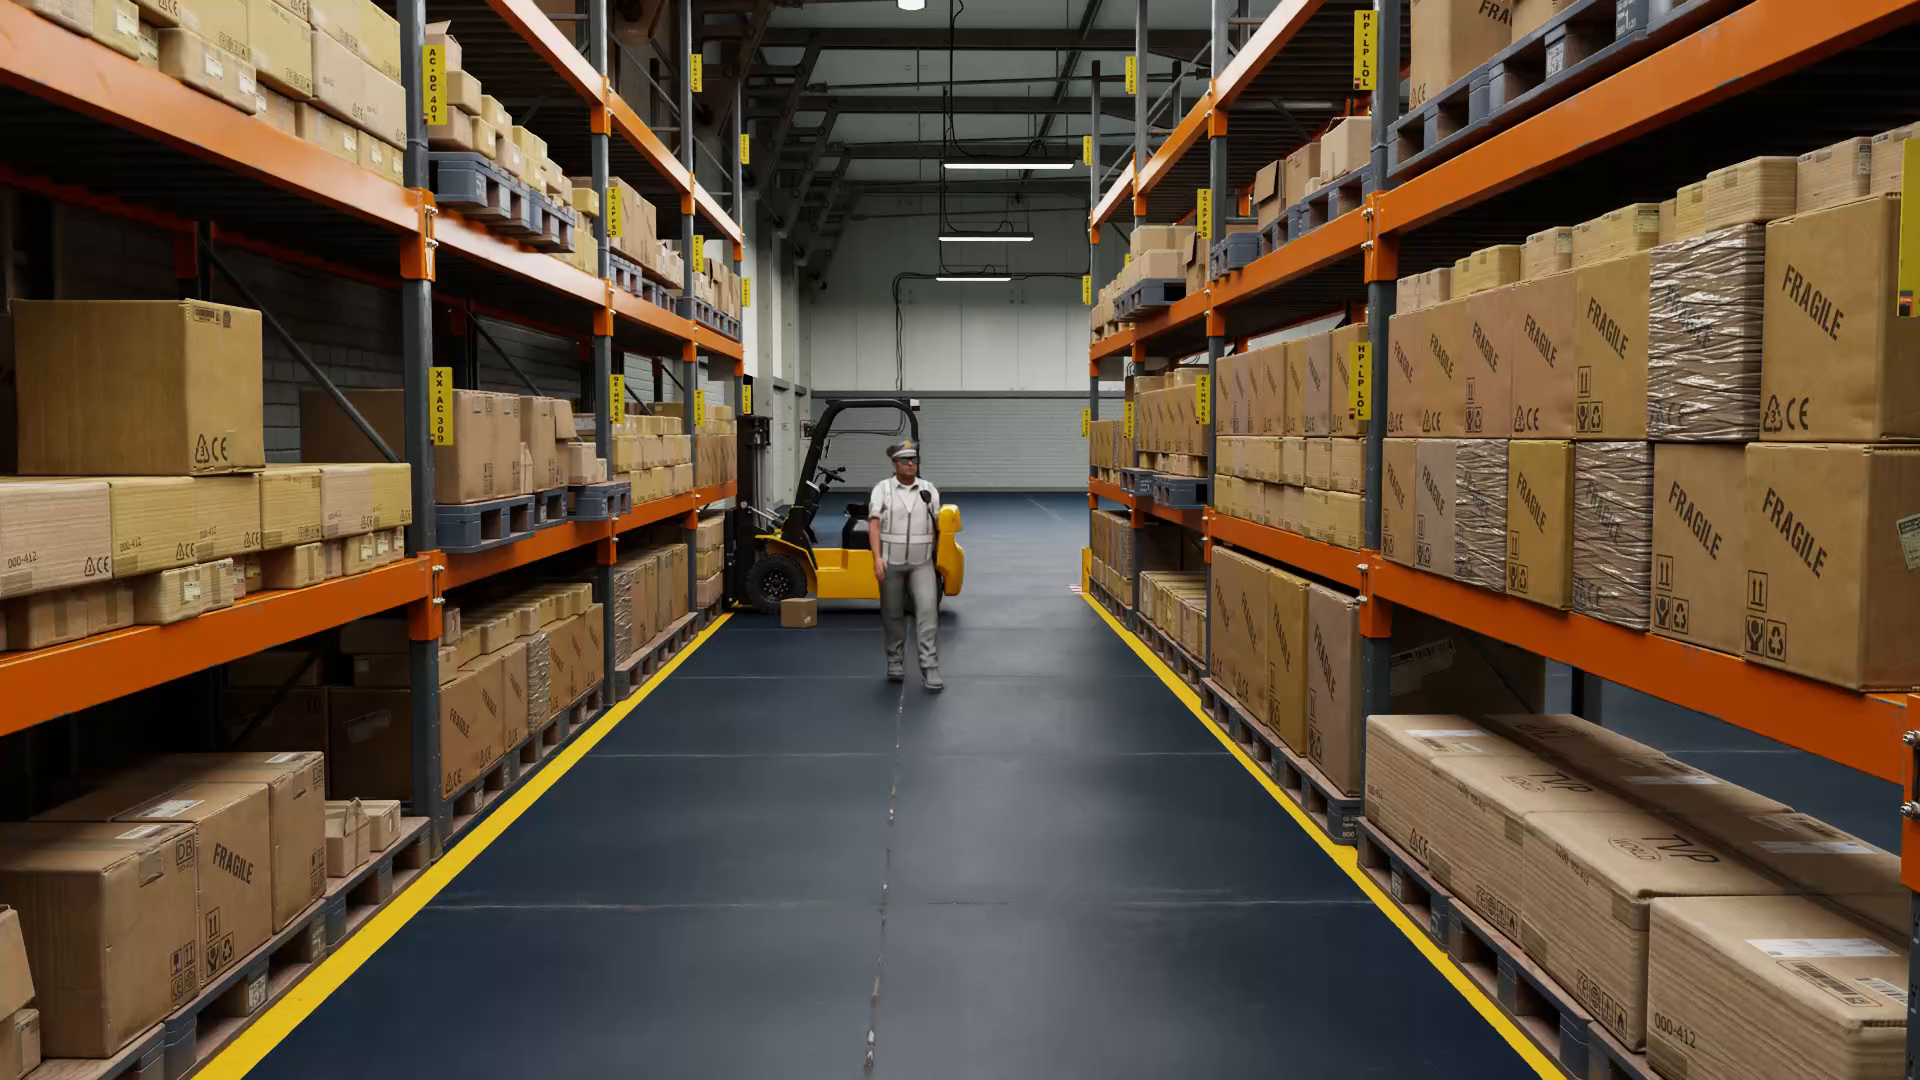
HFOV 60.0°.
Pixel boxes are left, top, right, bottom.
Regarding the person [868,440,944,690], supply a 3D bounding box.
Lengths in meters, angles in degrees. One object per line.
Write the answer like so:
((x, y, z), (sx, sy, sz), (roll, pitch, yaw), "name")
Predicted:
((-0.388, 0.152, 11.941), (0.534, 1.741, 0.913), (0, 4, -7), "person")
